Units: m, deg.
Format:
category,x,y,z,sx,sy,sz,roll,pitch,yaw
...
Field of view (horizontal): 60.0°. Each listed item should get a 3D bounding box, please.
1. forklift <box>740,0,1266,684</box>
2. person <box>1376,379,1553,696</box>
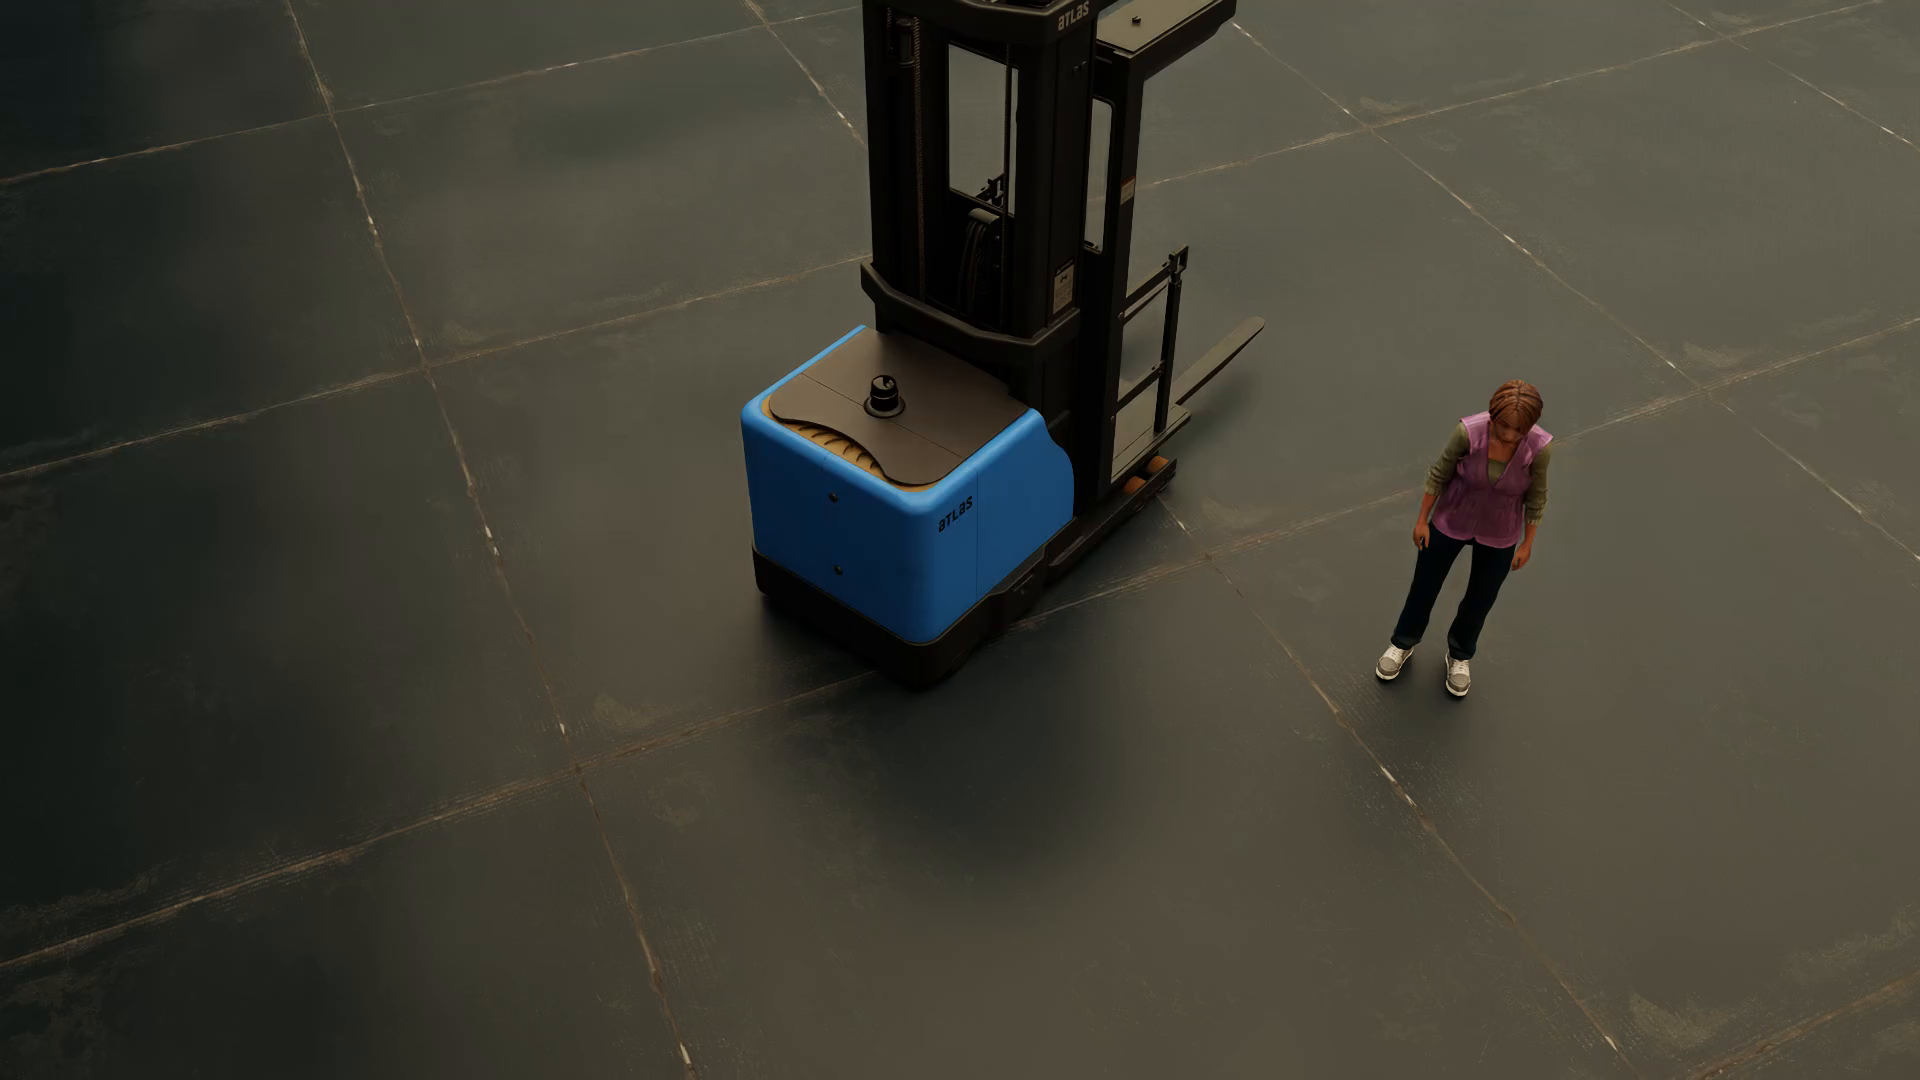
category,x,y,z,sx,sy,sz,roll,pitch,yaw
forklift,0.395,-1.404,7.184,1.130,2.935,3.031,29,50,27
person,2.064,-0.027,6.691,0.478,1.592,0.347,13,45,14
